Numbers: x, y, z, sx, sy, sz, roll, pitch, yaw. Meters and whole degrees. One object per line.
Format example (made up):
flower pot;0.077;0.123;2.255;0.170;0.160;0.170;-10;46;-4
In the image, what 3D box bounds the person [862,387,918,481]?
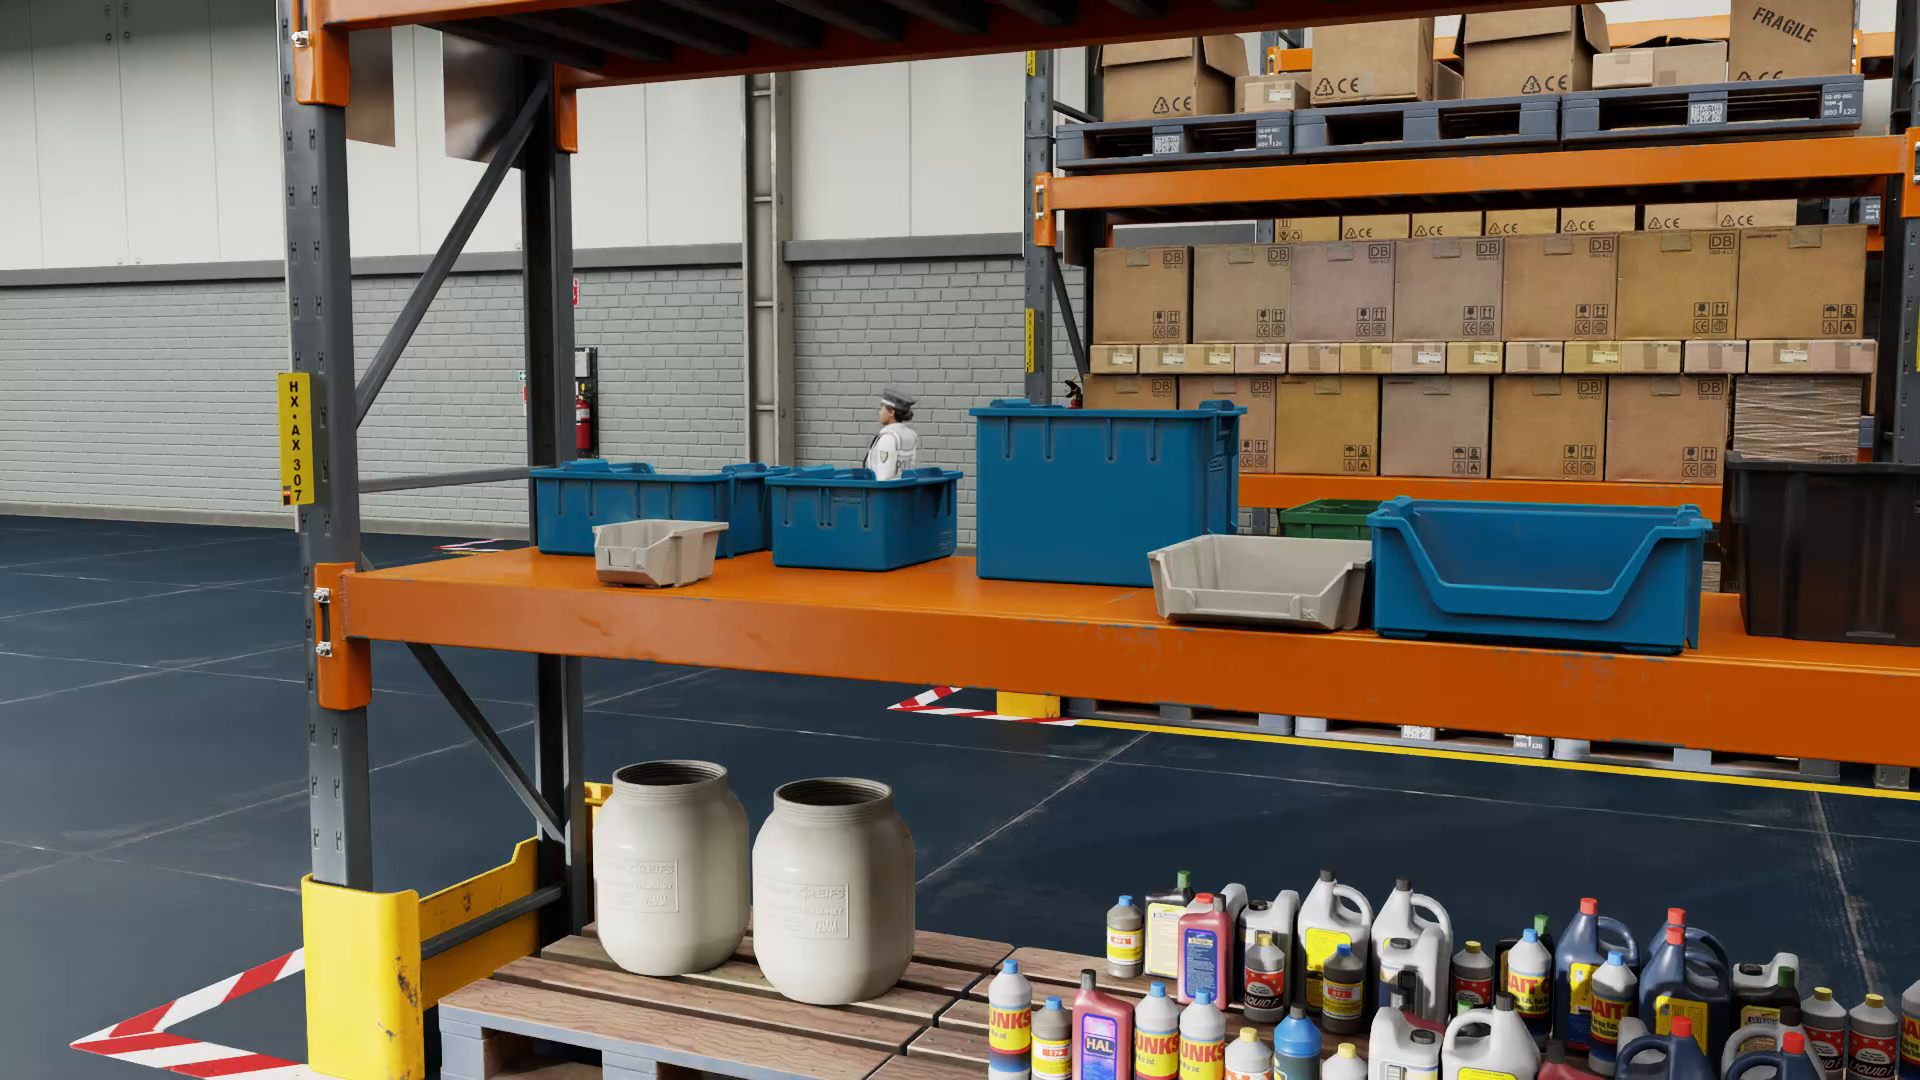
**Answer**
person;-0.478;-0.217;11.771;0.363;1.719;0.511;2;6;23
